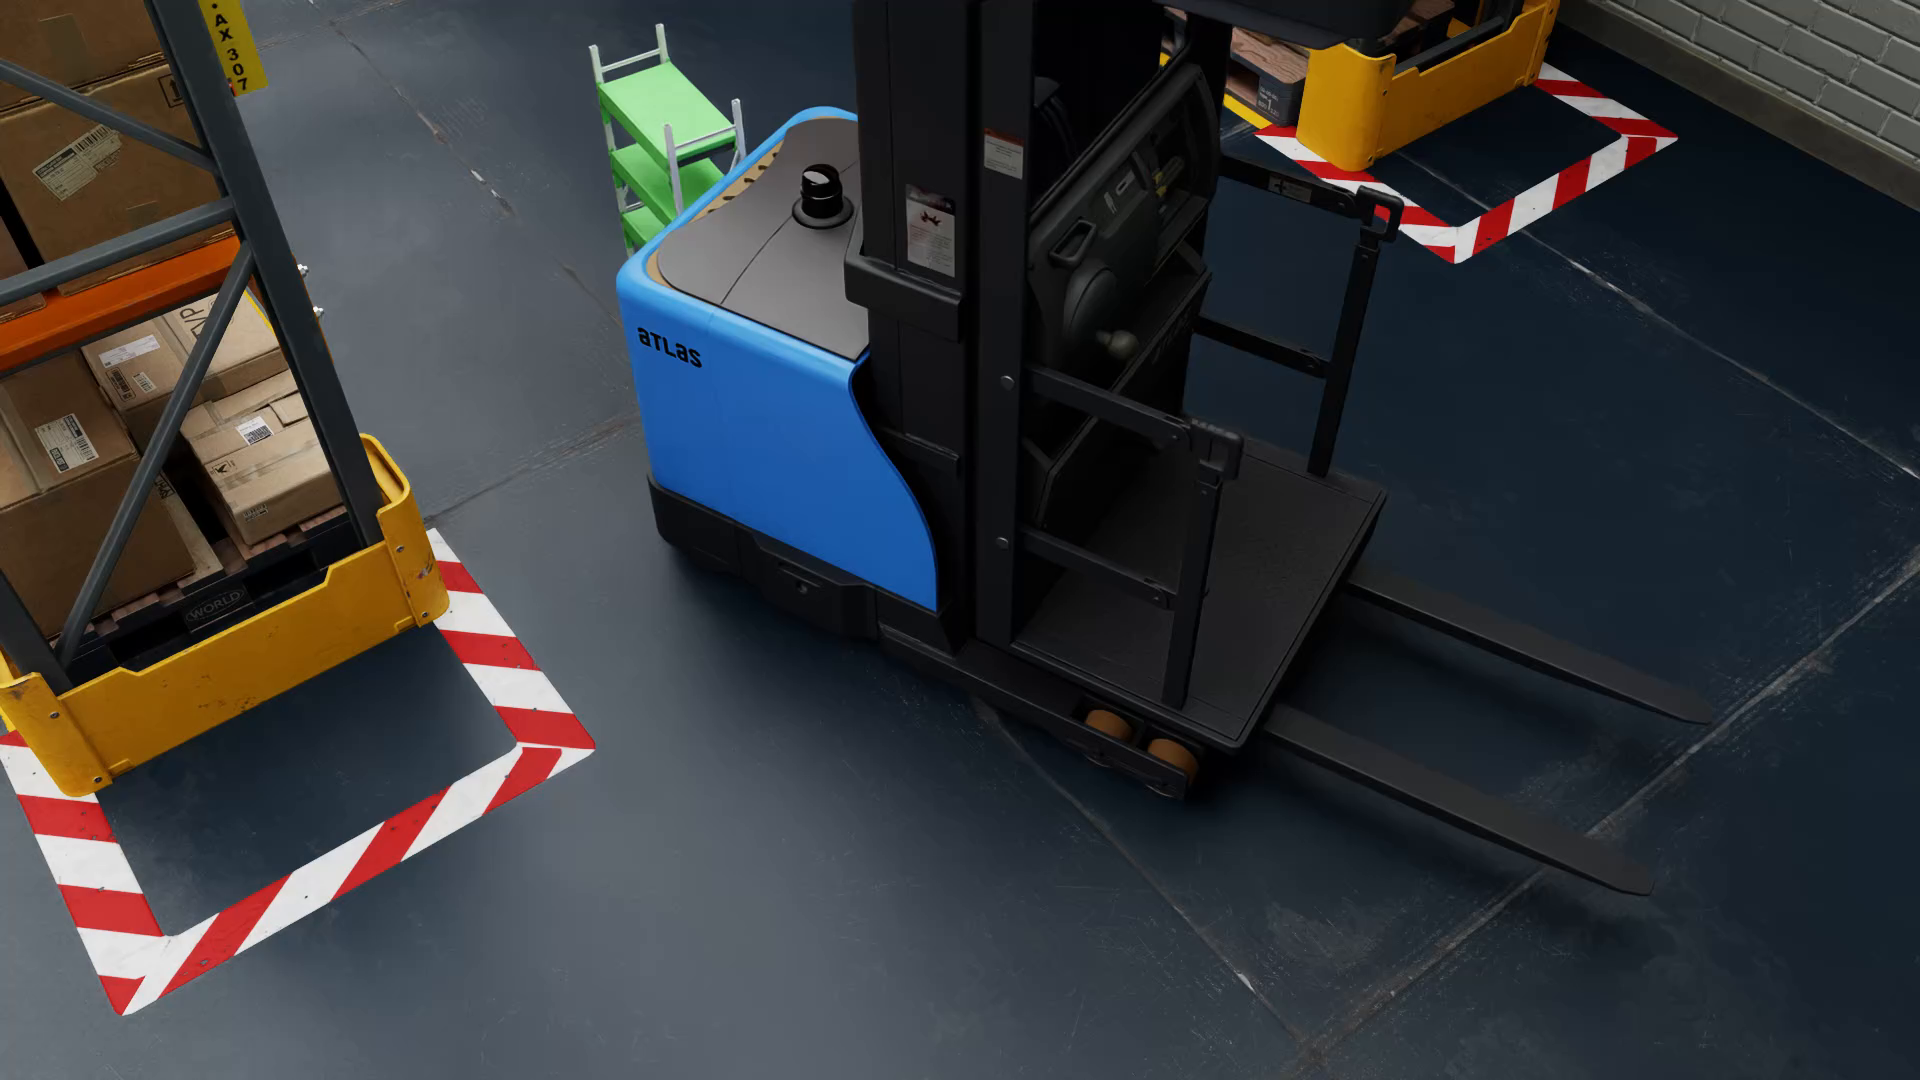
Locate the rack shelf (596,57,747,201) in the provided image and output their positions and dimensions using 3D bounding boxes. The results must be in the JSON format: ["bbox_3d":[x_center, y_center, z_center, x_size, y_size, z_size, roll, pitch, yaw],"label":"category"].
[{"bbox_3d":[-0.869,-1.243,5.005,0.258,0.148,0.480,-26,53,-22],"label":"rack shelf"}]

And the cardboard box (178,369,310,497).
[{"bbox_3d":[-2.185,-0.339,5.148,0.380,0.166,0.250,-29,54,-24],"label":"cardboard box"}]

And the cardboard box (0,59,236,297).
[{"bbox_3d":[-2.113,-1.007,4.071,0.500,0.500,0.500,-28,54,-23],"label":"cardboard box"}]

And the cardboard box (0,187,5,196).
[{"bbox_3d":[-2.429,-1.309,4.345,0.500,0.500,0.500,-30,54,-24],"label":"cardboard box"}]

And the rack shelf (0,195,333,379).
[{"bbox_3d":[-3.265,-1.532,5.099,1.077,0.370,4.000,-29,54,-24],"label":"rack shelf"}]

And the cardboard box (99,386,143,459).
[{"bbox_3d":[-2.753,-0.279,5.094,0.380,0.166,0.250,-29,54,-24],"label":"cardboard box"}]

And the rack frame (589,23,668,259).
[{"bbox_3d":[-1.004,-1.114,5.450,0.240,1.200,0.015,-26,53,-22],"label":"rack frame"}]

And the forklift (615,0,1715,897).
[{"bbox_3d":[0.584,-0.729,3.933,3.031,2.935,1.130,24,52,20],"label":"forklift"}]

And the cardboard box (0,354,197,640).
[{"bbox_3d":[-2.579,-0.112,4.717,0.500,0.500,0.500,-29,54,-24],"label":"cardboard box"}]

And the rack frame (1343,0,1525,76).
[{"bbox_3d":[1.886,-2.818,5.780,1.000,3.000,0.127,-29,54,-24],"label":"rack frame"}]

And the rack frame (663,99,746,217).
[{"bbox_3d":[-0.735,-0.813,5.177,0.240,1.200,0.015,-26,53,-22],"label":"rack frame"}]

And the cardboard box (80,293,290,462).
[{"bbox_3d":[-2.460,-0.561,5.293,0.500,0.250,0.500,-29,54,-24],"label":"cardboard box"}]

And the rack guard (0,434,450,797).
[{"bbox_3d":[-2.100,0.201,4.731,1.175,0.500,0.348,-29,54,-24],"label":"rack guard"}]

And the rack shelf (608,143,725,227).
[{"bbox_3d":[-0.869,-1.082,5.183,0.258,0.148,0.480,-26,53,-22],"label":"rack shelf"}]

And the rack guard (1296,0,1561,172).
[{"bbox_3d":[1.901,-1.965,6.694,1.175,0.500,0.348,-29,54,-24],"label":"rack guard"}]

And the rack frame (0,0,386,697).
[{"bbox_3d":[-2.054,-0.594,3.764,1.000,3.000,0.127,-29,54,-24],"label":"rack frame"}]

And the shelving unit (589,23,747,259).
[{"bbox_3d":[-0.869,-0.963,5.313,0.258,1.200,0.503,-26,53,-22],"label":"shelving unit"}]

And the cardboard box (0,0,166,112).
[{"bbox_3d":[-2.113,-1.343,3.701,0.500,0.500,0.500,-28,54,-23],"label":"cardboard box"}]

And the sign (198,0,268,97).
[{"bbox_3d":[-1.622,-1.128,3.664,0.100,0.325,0.005,-29,54,-24],"label":"sign"}]

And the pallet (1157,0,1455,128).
[{"bbox_3d":[1.340,-2.318,7.209,1.003,0.211,1.213,-29,54,-24],"label":"pallet"}]

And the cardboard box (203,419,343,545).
[{"bbox_3d":[-2.034,-0.185,5.021,0.380,0.149,0.250,-29,54,-24],"label":"cardboard box"}]

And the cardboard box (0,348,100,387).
[{"bbox_3d":[-3.130,-0.602,5.330,0.500,0.250,0.500,-29,54,-24],"label":"cardboard box"}]

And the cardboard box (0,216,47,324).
[{"bbox_3d":[-2.542,-0.770,3.856,0.500,0.500,0.500,-28,54,-23],"label":"cardboard box"}]

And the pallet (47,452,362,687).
[{"bbox_3d":[-2.583,-0.172,5.263,1.003,0.211,1.213,-29,54,-24],"label":"pallet"}]

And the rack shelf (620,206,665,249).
[{"bbox_3d":[-0.869,-0.920,5.361,0.258,0.148,0.480,-26,53,-22],"label":"rack shelf"}]

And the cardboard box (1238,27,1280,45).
[{"bbox_3d":[1.383,-2.488,6.884,0.700,0.500,0.500,-29,54,-24],"label":"cardboard box"}]
